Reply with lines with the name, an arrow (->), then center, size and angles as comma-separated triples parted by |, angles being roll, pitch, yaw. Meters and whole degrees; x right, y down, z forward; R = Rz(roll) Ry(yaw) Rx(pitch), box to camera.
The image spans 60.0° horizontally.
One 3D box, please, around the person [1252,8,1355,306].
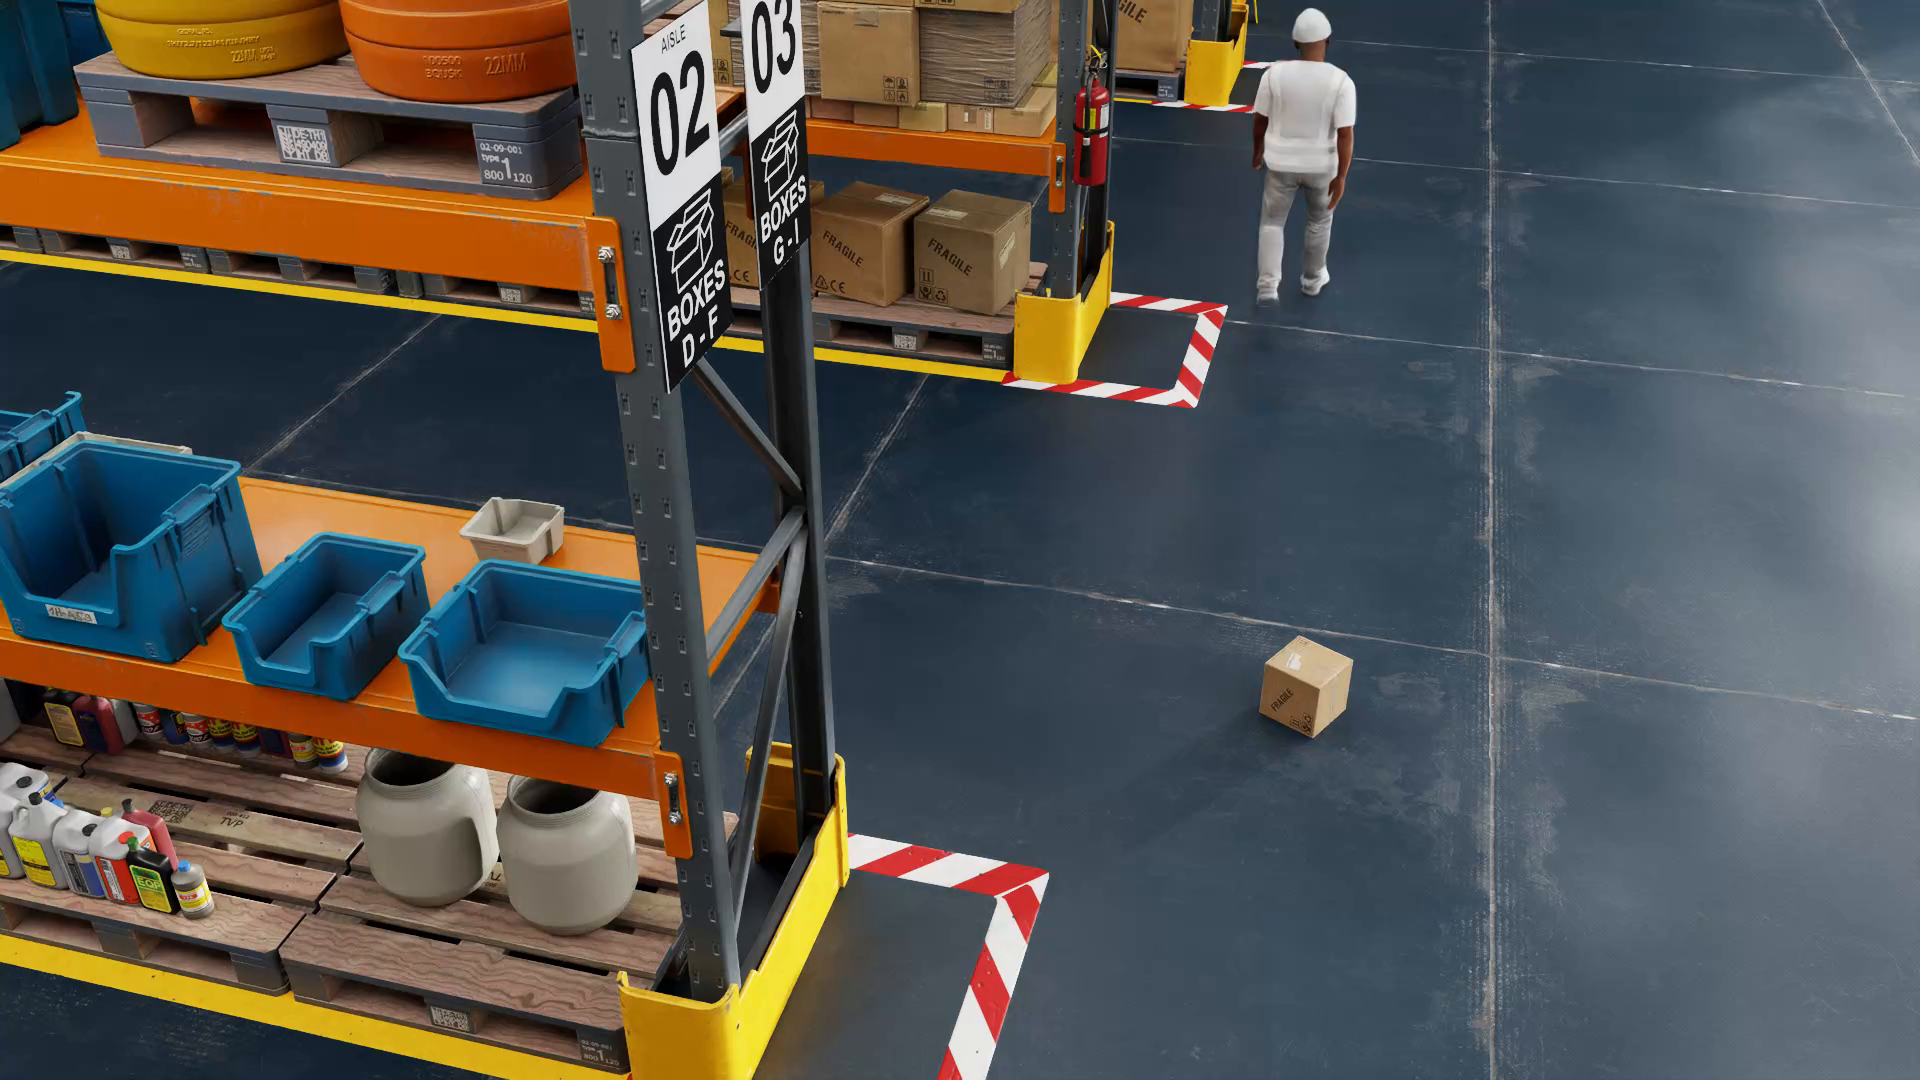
person -> 1.933, -2.145, 9.479 | 0.580, 1.737, 0.904 | 9, 34, 13
